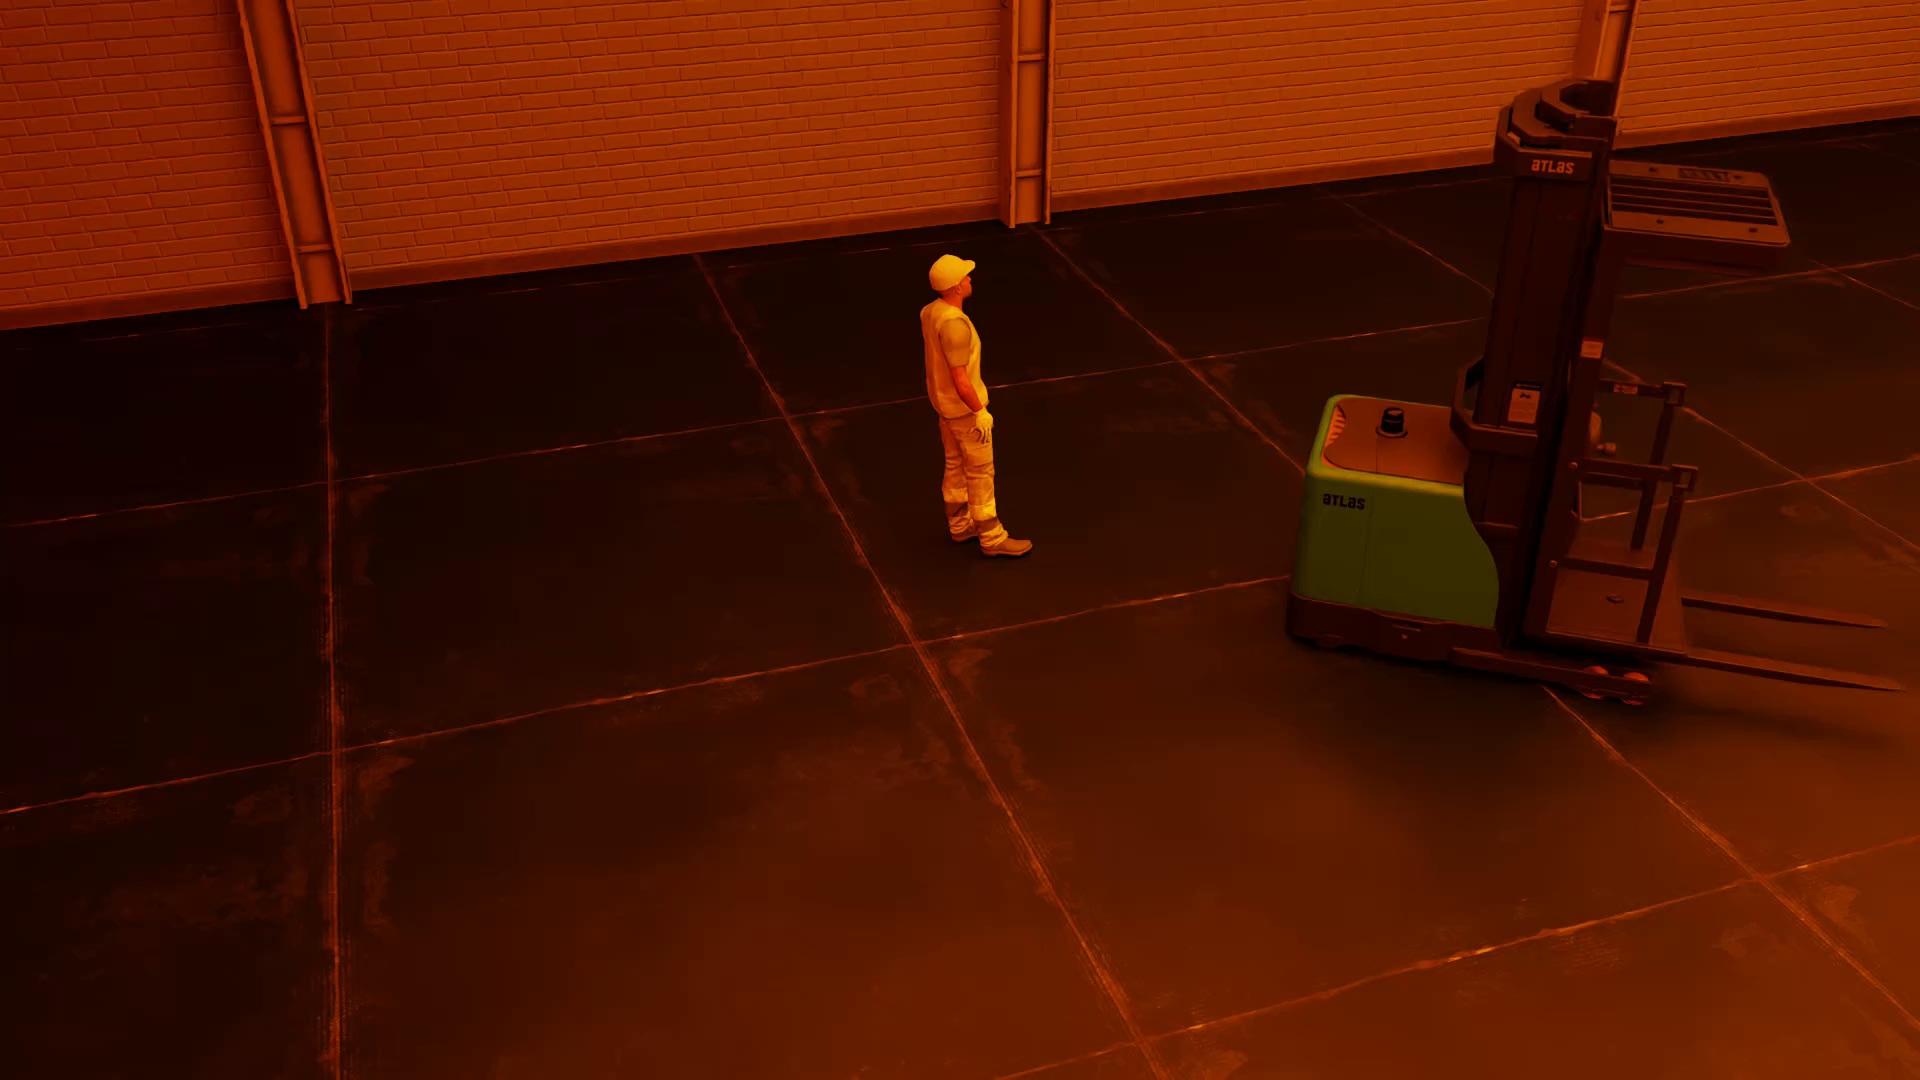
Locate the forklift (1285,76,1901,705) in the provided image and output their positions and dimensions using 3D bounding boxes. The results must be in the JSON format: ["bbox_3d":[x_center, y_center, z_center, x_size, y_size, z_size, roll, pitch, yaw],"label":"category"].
[{"bbox_3d":[3.348,-0.719,8.336,3.031,2.935,1.130,9,31,15],"label":"forklift"}]

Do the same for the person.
[{"bbox_3d":[0.079,-0.789,9.589,0.564,1.787,0.638,-10,31,-16],"label":"person"}]
